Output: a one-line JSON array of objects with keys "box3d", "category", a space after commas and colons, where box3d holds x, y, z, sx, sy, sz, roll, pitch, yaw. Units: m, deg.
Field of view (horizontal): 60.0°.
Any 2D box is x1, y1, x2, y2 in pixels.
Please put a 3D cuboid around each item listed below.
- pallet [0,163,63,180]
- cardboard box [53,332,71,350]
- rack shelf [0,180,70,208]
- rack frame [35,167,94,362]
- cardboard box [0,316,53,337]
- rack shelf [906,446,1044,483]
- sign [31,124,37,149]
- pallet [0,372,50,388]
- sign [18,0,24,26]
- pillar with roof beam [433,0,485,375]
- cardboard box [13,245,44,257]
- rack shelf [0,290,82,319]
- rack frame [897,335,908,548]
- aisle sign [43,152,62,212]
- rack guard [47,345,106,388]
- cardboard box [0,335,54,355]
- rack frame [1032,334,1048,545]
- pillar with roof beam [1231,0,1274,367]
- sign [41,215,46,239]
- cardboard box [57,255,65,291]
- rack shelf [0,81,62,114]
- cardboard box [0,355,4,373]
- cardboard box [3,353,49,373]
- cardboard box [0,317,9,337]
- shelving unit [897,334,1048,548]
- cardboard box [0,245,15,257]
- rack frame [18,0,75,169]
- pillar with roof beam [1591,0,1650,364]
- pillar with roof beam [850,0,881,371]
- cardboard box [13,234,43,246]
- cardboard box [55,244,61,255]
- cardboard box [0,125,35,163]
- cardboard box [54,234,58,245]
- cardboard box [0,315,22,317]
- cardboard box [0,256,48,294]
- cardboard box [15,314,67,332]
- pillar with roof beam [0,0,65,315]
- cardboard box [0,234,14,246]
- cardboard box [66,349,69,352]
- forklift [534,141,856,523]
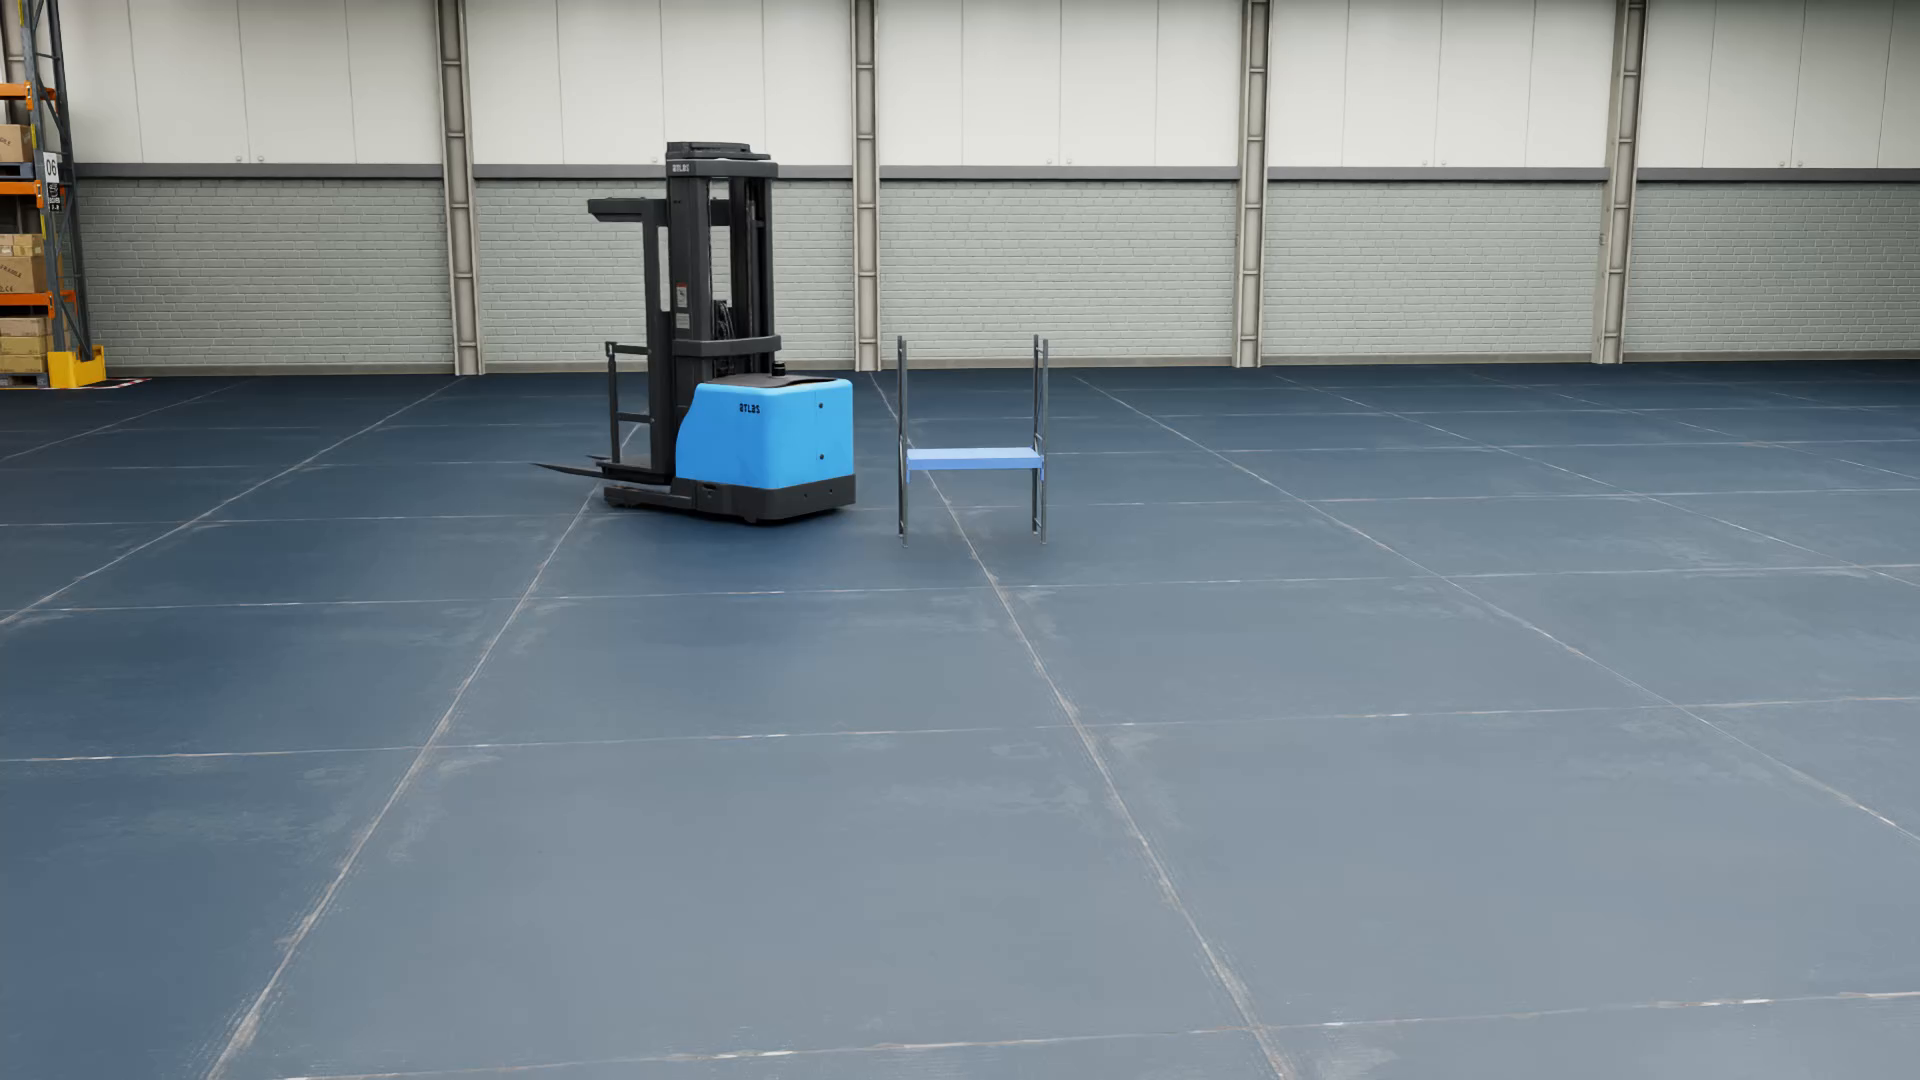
[{"box3d": [-13.273, -5.113, 23.055, 1.213, 0.211, 1.003, -1, 11, -6], "category": "pallet"}, {"box3d": [-13.058, -2.827, 23.715, 0.500, 0.250, 0.500, -1, 11, -5], "category": "cardboard box"}, {"box3d": [-14.556, -4.772, 22.954, 4.000, 0.370, 1.077, -1, 11, -6], "category": "rack shelf"}, {"box3d": [-12.568, -3.695, 23.386, 0.127, 3.000, 1.000, -1, 11, -6], "category": "rack frame"}, {"box3d": [-12.992, -2.973, 23.161, 0.500, 0.250, 0.500, -1, 11, -4], "category": "cardboard box"}, {"box3d": [0.085, -0.561, 12.267, 1.000, 0.185, 0.538, -1, 11, -6], "category": "rack shelf"}, {"box3d": [-12.523, -5.458, 22.488, 0.005, 0.325, 0.100, -1, 11, -6], "category": "sign"}, {"box3d": [-13.323, -2.303, 23.533, 1.213, 0.211, 1.003, -1, 11, -6], "category": "pallet"}, {"box3d": [-12.523, -7.031, 22.178, 0.005, 0.325, 0.100, -1, 11, -6], "category": "sign"}, {"box3d": [-6.927, -6.096, 20.049, 0.400, 9.000, 9.100, -1, 11, -6], "category": "pillar with roof beam"}, {"box3d": [-12.882, -4.001, 23.003, 0.250, 0.149, 0.380, -1, 11, -5], "category": "cardboard box"}, {"box3d": [-14.556, -3.300, 23.243, 4.000, 0.370, 1.077, -1, 11, -6], "category": "rack shelf"}, {"box3d": [-0.421, -0.727, 12.179, 0.032, 1.500, 0.500, -1, 11, -6], "category": "rack frame"}, {"box3d": [-12.471, -4.915, 22.855, 0.004, 0.787, 0.394, -1, 11, -6], "category": "aisle sign"}, {"box3d": [-12.544, -2.469, 23.629, 0.348, 0.500, 1.175, -1, 11, -6], "category": "rack guard"}, {"box3d": [-13.018, -2.727, 23.206, 0.500, 0.250, 0.500, -1, 11, -7], "category": "cardboard box"}, {"box3d": [0.590, -0.748, 12.286, 0.032, 1.500, 0.500, -1, 11, -6], "category": "rack frame"}, {"box3d": [5.002, -6.346, 21.320, 0.400, 9.000, 9.100, -1, 11, -6], "category": "pillar with roof beam"}, {"box3d": [-12.523, -4.275, 22.720, 0.005, 0.325, 0.100, -1, 11, -6], "category": "sign"}, {"box3d": [-13.090, -3.787, 23.595, 0.500, 0.500, 0.500, -1, 11, -4], "category": "cardboard box"}, {"box3d": [-14.556, -6.047, 22.703, 4.000, 0.370, 1.077, -1, 11, -6], "category": "rack shelf"}, {"box3d": [-13.496, -2.473, 23.209, 0.500, 0.250, 0.500, -1, 11, -6], "category": "cardboard box"}, {"box3d": [-13.001, -2.481, 23.252, 0.500, 0.250, 0.500, -1, 11, -6], "category": "cardboard box"}, {"box3d": [-13.499, -2.961, 23.101, 0.500, 0.250, 0.500, -1, 11, -5], "category": "cardboard box"}, {"box3d": [0.085, -0.738, 12.232, 1.048, 1.500, 0.538, -1, 11, -6], "category": "shelving unit"}, {"box3d": [-13.133, -3.990, 22.947, 0.250, 0.149, 0.380, -1, 11, -5], "category": "cardboard box"}, {"box3d": [-12.568, -6.638, 22.807, 0.127, 3.000, 1.000, -1, 11, -6], "category": "rack frame"}, {"box3d": [10.967, -6.471, 21.956, 0.400, 9.000, 9.100, -1, 11, -6], "category": "pillar with roof beam"}, {"box3d": [-0.963, -6.221, 20.685, 0.400, 9.000, 9.100, -1, 11, -6], "category": "pillar with roof beam"}, {"box3d": [-12.901, -4.160, 23.041, 0.250, 0.149, 0.380, -1, 11, -6], "category": "cardboard box"}, {"box3d": [-12.933, -4.105, 23.531, 0.250, 0.149, 0.380, -1, 11, -8], "category": "cardboard box"}, {"box3d": [-12.981, -5.415, 22.752, 0.500, 0.500, 0.500, -1, 11, -4], "category": "cardboard box"}, {"box3d": [-12.925, -4.242, 23.458, 0.250, 0.149, 0.380, -1, 11, -7], "category": "cardboard box"}, {"box3d": [-13.562, -3.057, 23.591, 0.500, 0.250, 0.500, -1, 11, -6], "category": "cardboard box"}, {"box3d": [-13.029, -3.683, 23.068, 0.500, 0.500, 0.500, -1, 11, -7], "category": "cardboard box"}, {"box3d": [-13.066, -3.068, 23.648, 0.500, 0.250, 0.500, -1, 11, -7], "category": "cardboard box"}, {"box3d": [-12.892, -5.971, 19.413, 0.400, 9.000, 9.100, -1, 11, -6], "category": "pillar with roof beam"}, {"box3d": [-13.143, -4.149, 22.985, 0.250, 0.149, 0.380, -1, 11, -6], "category": "cardboard box"}, {"box3d": [-13.077, -2.579, 23.749, 0.500, 0.250, 0.500, -1, 11, -6], "category": "cardboard box"}, {"box3d": [-2.336, -1.769, 13.767, 3.031, 2.935, 1.130, 8, 14, 36], "category": "forklift"}]
